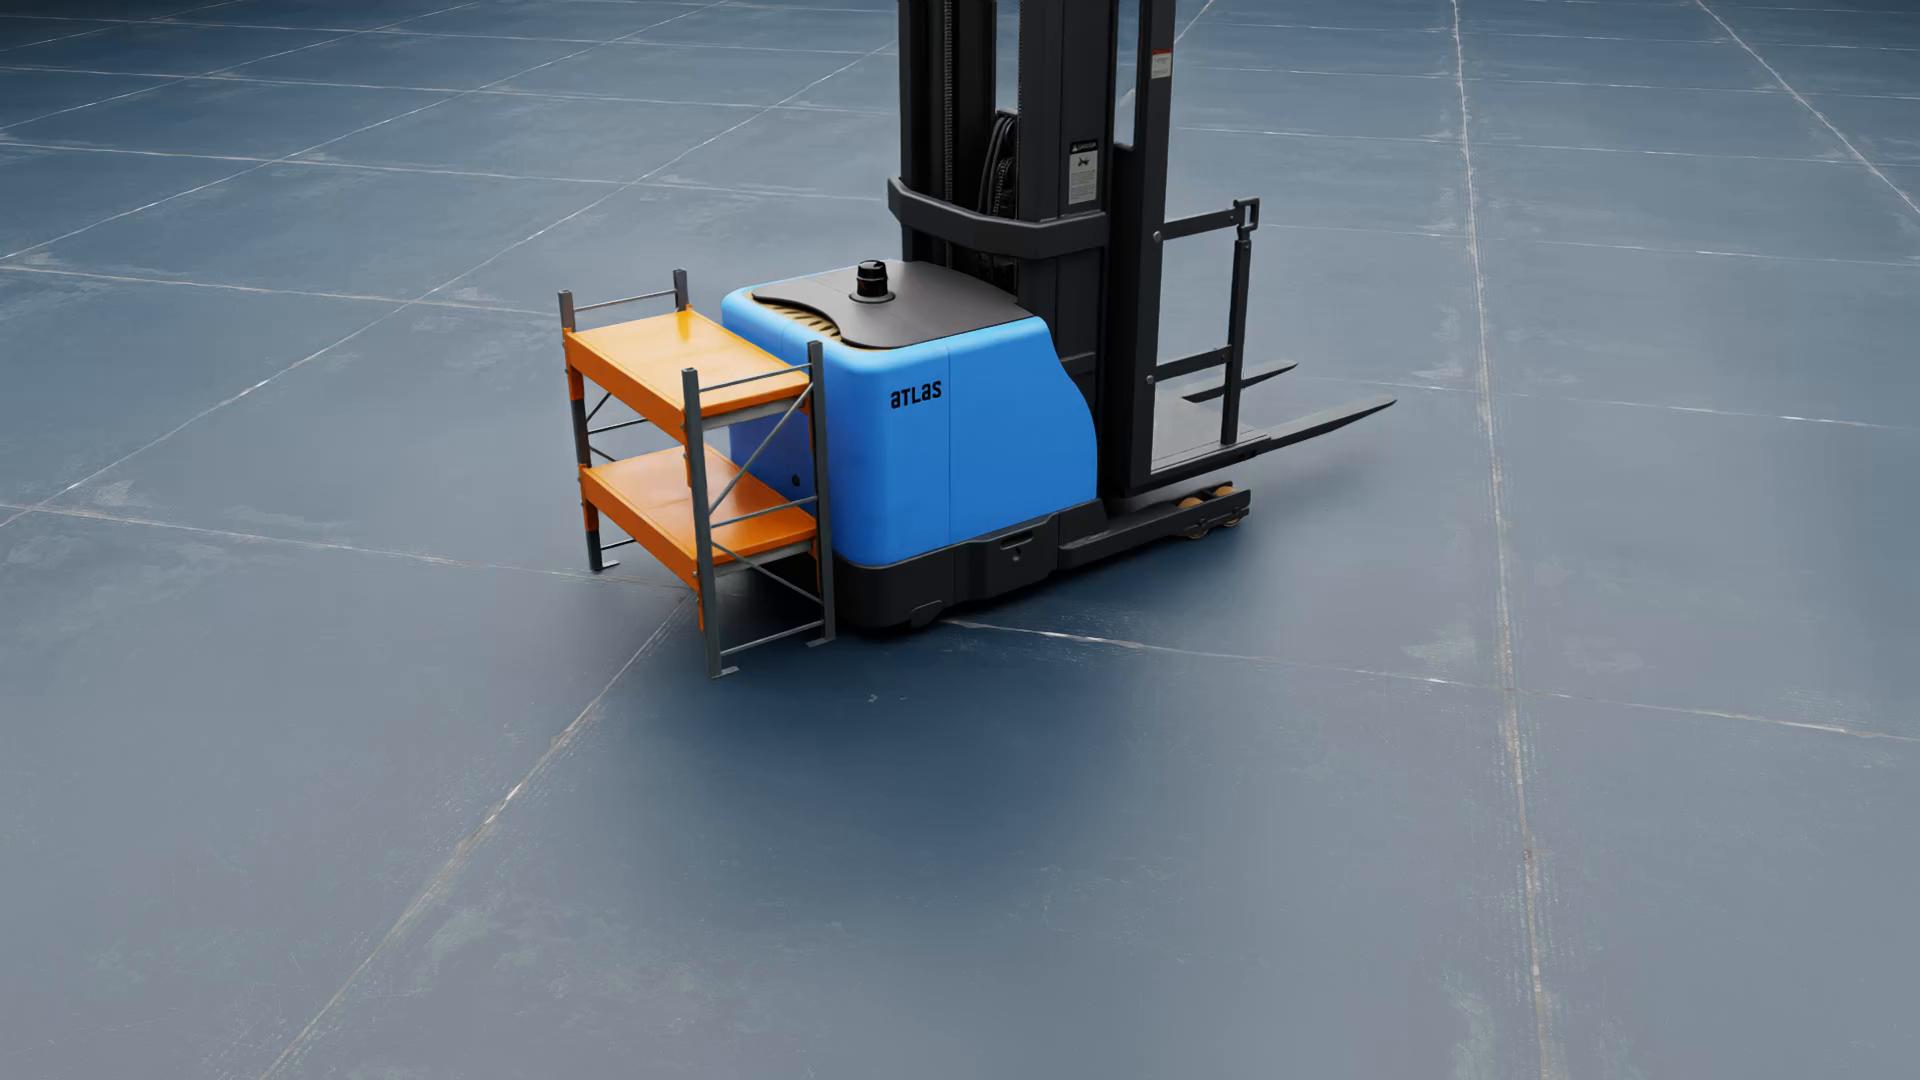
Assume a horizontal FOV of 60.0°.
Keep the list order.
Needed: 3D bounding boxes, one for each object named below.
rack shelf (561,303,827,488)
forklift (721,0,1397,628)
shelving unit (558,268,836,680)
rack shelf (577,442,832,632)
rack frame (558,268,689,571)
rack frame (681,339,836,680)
[{"bbox_3d":[-0.954,-0.535,5.879,0.538,0.278,1.000,-17,30,-30],"label":"rack shelf"},{"bbox_3d":[0.581,-1.493,6.476,3.031,2.935,1.130,-18,31,-32],"label":"forklift"},{"bbox_3d":[-0.952,-0.272,6.006,0.538,1.125,1.048,-17,30,-30],"label":"shelving unit"},{"bbox_3d":[-0.950,-0.052,6.112,0.538,0.278,1.000,-17,30,-30],"label":"rack shelf"},{"bbox_3d":[-1.240,-0.452,6.385,0.500,1.125,0.032,-17,30,-30],"label":"rack frame"},{"bbox_3d":[-0.665,-0.092,5.628,0.500,1.125,0.032,-17,30,-30],"label":"rack frame"}]
